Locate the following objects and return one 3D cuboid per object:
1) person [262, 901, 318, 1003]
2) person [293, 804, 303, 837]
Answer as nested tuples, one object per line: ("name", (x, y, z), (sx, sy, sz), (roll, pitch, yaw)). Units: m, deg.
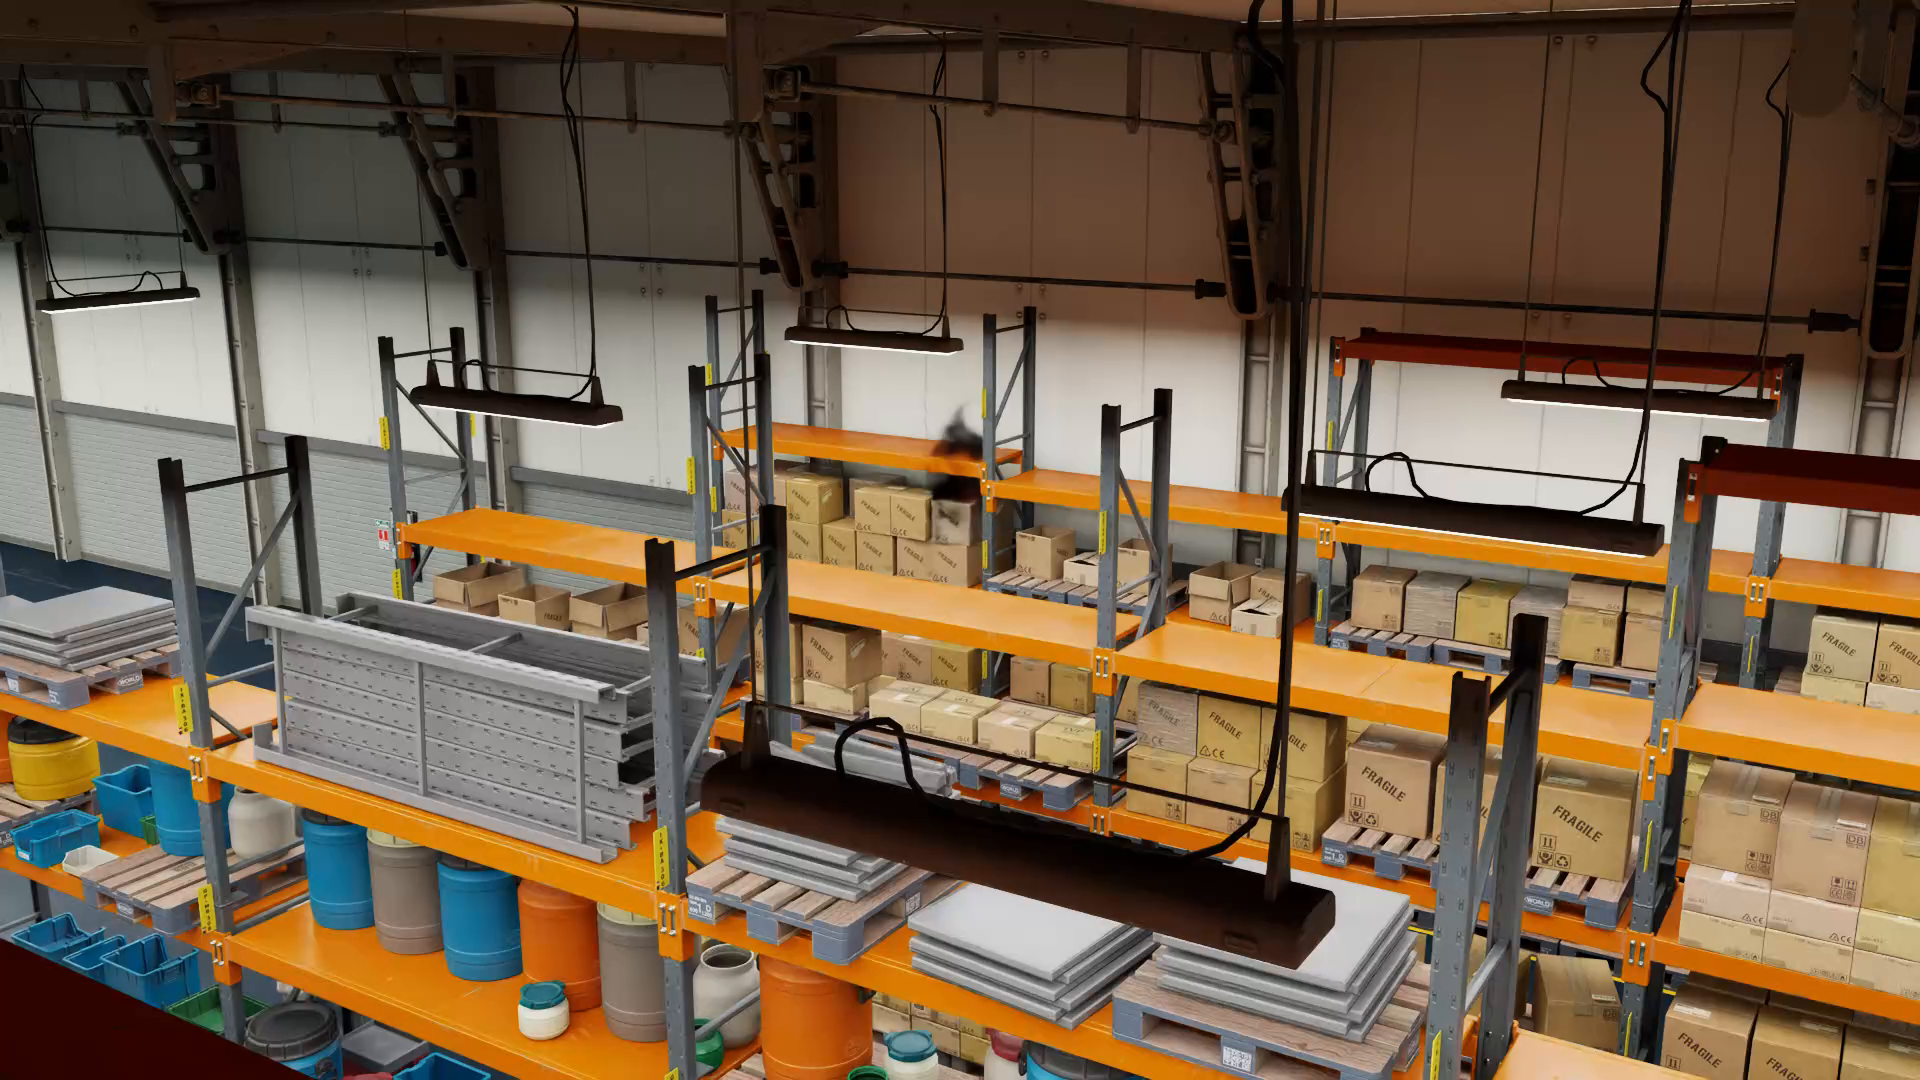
("person", (-5.584, 3.815, 14.138), (0.848, 1.807, 0.685), (9, 16, 32))
("person", (-7.263, 2.766, 18.526), (0.561, 1.739, 0.652), (-11, 18, -38))
